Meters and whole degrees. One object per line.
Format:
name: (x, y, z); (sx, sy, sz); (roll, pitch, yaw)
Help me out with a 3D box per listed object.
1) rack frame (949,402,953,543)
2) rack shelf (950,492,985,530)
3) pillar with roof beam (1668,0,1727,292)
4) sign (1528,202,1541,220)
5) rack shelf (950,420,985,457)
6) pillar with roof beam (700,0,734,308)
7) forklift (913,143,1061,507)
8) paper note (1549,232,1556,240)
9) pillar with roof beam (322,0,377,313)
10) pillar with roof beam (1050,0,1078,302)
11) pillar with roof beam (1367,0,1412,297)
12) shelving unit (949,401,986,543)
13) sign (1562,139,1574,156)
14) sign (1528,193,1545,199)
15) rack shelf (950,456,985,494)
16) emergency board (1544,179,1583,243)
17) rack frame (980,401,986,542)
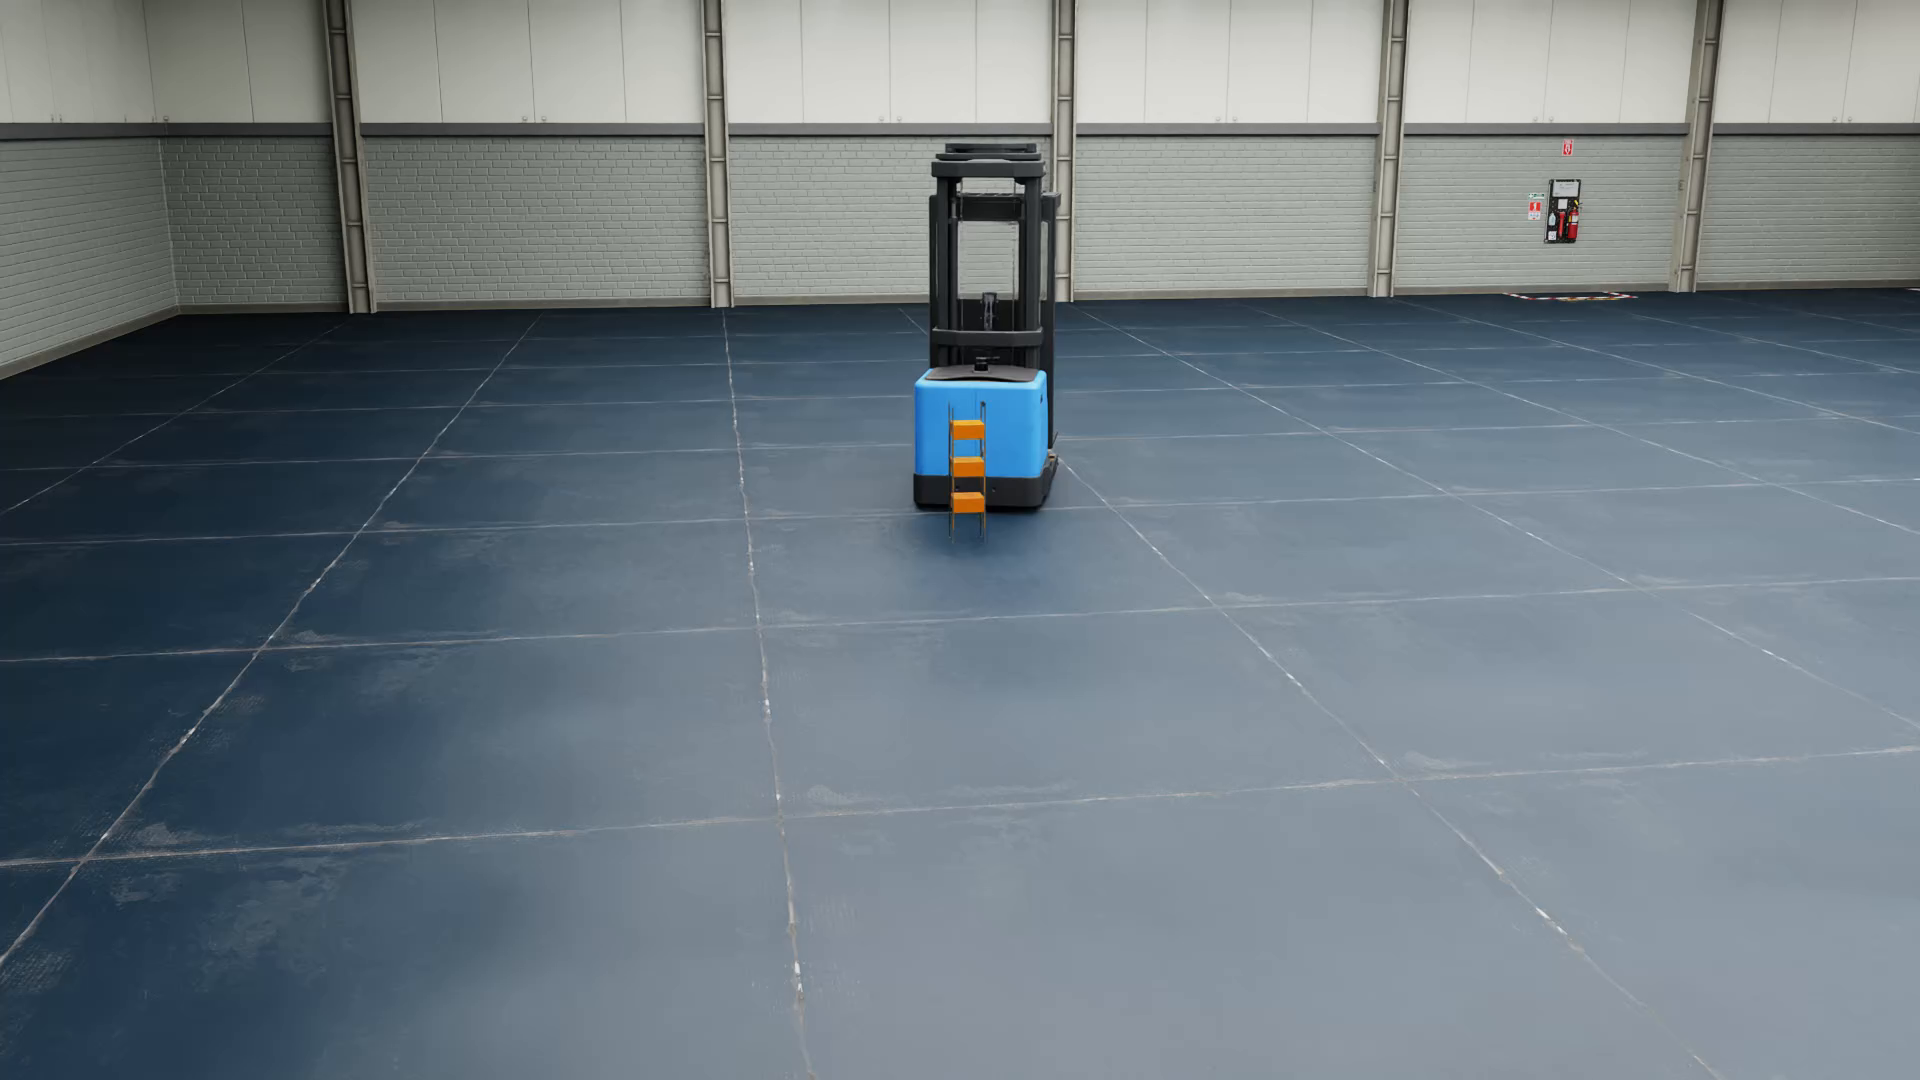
rack frame: (-0.068, -0.507, 12.584); (0.008, 1.050, 0.200); (-2, 14, -8)
rack shelf: (0.053, -0.231, 12.672); (0.240, 0.259, 0.215); (-2, 14, -8)
pillar with roof beam: (14.313, -8.042, 26.288); (0.400, 9.000, 9.100); (-2, 14, -8)
sign: (10.660, -6.109, 30.841); (0.234, 0.329, 0.001); (-2, 14, -8)
rack shelf: (0.053, -0.776, 12.535); (0.240, 0.259, 0.215); (-2, 14, -8)
pillar with roof beam: (-3.486, -7.389, 23.687); (0.400, 9.000, 9.100); (-2, 14, -8)
forklift: (0.308, -2.000, 14.671); (1.130, 2.935, 3.031); (2, 14, 7)
paper note: (11.037, -5.670, 30.974); (0.142, 0.148, 0.016); (-2, 14, -8)
pillar with roof beam: (-9.419, -7.172, 22.820); (0.400, 9.000, 9.100); (-2, 14, -8)
pillar with roof beam: (2.447, -7.607, 24.554); (0.400, 9.000, 9.100); (-2, 14, -8)
pillar with roof beam: (8.380, -7.824, 25.421); (0.400, 9.000, 9.100); (-2, 14, -8)
shelving unit: (0.053, -0.511, 12.602); (0.252, 1.050, 0.215); (-2, 14, -8)
sign: (11.199, -7.235, 30.639); (0.199, 0.298, 0.001); (-2, 14, -8)
sign: (10.666, -6.364, 30.769); (0.331, 0.109, 0.001); (-2, 14, -8)
rack shelf: (0.053, -0.501, 12.604); (0.240, 0.259, 0.215); (-2, 14, -8)
emergency board: (11.222, -6.087, 30.826); (0.643, 1.169, 0.194); (-2, 14, -8)
rack frame: (0.174, -0.516, 12.619); (0.008, 1.050, 0.200); (-2, 14, -8)
